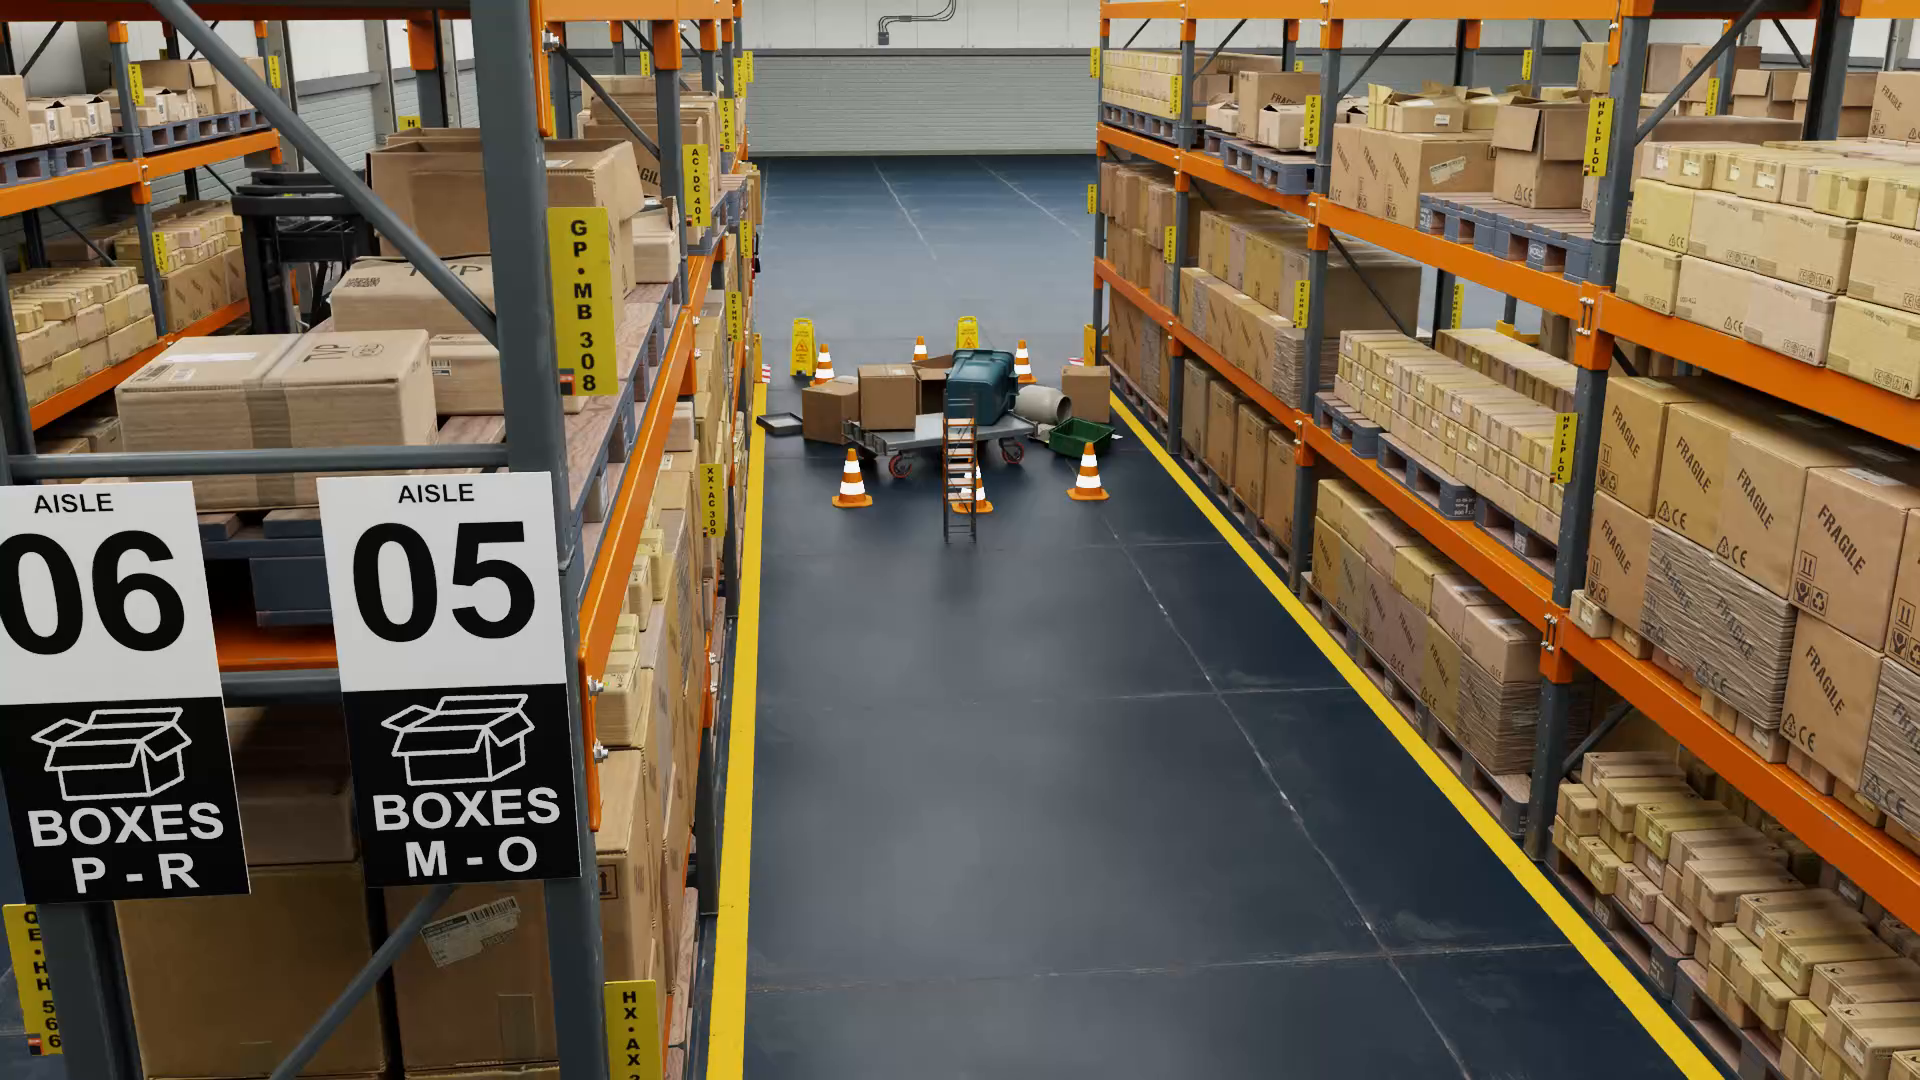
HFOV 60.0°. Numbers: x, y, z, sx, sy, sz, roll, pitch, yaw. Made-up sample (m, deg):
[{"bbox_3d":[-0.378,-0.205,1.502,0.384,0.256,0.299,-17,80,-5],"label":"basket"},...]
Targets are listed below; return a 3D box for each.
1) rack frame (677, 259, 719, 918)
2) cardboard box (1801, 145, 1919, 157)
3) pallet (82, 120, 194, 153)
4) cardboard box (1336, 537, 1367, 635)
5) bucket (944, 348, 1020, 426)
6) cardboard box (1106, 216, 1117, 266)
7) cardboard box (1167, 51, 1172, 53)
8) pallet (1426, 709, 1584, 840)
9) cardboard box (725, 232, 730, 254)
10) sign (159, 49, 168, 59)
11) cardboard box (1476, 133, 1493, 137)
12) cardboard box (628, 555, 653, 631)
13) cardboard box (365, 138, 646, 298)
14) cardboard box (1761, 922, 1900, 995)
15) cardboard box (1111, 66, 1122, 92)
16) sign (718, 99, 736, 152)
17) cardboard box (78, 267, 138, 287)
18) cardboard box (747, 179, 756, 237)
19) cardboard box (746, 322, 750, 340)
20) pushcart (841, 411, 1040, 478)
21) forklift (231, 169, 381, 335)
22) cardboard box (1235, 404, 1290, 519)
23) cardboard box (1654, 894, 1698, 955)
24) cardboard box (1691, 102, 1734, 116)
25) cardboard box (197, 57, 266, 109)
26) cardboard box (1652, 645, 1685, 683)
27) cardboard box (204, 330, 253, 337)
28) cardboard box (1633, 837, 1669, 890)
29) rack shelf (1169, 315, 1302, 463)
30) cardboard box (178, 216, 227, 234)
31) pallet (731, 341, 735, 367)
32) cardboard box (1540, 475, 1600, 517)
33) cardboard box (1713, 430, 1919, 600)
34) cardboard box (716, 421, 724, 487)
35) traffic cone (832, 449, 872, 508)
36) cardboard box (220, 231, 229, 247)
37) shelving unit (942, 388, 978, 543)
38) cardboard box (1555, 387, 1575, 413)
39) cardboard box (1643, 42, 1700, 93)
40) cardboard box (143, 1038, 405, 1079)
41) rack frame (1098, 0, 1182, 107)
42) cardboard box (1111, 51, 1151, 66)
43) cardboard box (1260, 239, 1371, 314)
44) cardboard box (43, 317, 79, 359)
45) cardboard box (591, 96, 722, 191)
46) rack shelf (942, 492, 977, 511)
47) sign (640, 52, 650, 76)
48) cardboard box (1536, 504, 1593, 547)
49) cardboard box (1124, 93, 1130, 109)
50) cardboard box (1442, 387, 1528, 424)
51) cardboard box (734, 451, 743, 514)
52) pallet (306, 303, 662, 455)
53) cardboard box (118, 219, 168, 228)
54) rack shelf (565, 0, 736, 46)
[{"bbox_3d":[-1.616,0.300,7.214,1.000,3.000,0.127,-2,18,-6],"label":"rack frame"},{"bbox_3d":[3.638,-1.508,6.716,0.380,0.149,0.250,-1,17,-4],"label":"cardboard box"},{"bbox_3d":[-7.492,-3.571,14.685,1.003,0.211,1.213,-2,18,-6],"label":"pallet"},{"bbox_3d":[2.759,0.286,10.732,0.500,0.500,0.500,-2,17,-5],"label":"cardboard box"},{"bbox_3d":[0.165,-1.399,15.554,0.726,0.611,0.620,4,28,13],"label":"bucket"},{"bbox_3d":[2.143,-3.421,18.815,0.875,0.550,0.550,-2,18,-6],"label":"cardboard box"},{"bbox_3d":[2.456,-5.234,18.053,0.380,0.149,0.250,-2,18,-5],"label":"cardboard box"},{"bbox_3d":[3.215,1.215,8.954,1.003,0.211,1.213,-2,18,-6],"label":"pallet"},{"bbox_3d":[-2.034,-2.367,13.260,0.380,0.149,0.250,-3,18,-8],"label":"cardboard box"},{"bbox_3d":[-8.344,-4.991,17.469,0.100,0.325,0.005,-2,18,-6],"label":"sign"},{"bbox_3d":[3.308,-2.094,9.664,0.500,0.500,0.500,-2,18,-6],"label":"cardboard box"},{"bbox_3d":[-1.084,0.156,4.753,0.380,0.149,0.250,-2,18,-5],"label":"cardboard box"},{"bbox_3d":[-1.445,-1.028,5.395,0.797,0.503,0.637,0,17,-1],"label":"cardboard box"},{"bbox_3d":[3.262,1.568,6.239,0.380,0.149,0.250,-2,18,-5],"label":"cardboard box"},{"bbox_3d":[1.907,-4.905,17.671,0.500,0.250,0.500,-2,18,-6],"label":"cardboard box"},{"bbox_3d":[-1.476,-2.622,10.518,0.100,0.325,0.005,-2,18,-6],"label":"sign"},{"bbox_3d":[-7.122,-2.191,13.900,0.380,0.149,0.250,-1,17,-4],"label":"cardboard box"},{"bbox_3d":[-2.327,-3.191,16.002,0.700,0.500,0.500,-2,18,-7],"label":"cardboard box"},{"bbox_3d":[-2.242,-2.016,16.144,0.380,0.149,0.250,-1,17,-4],"label":"cardboard box"},{"bbox_3d":[-0.179,-0.918,15.471,1.648,0.377,0.936,-8,19,-25],"label":"pushcart"},{"bbox_3d":[-4.577,-1.307,12.447,1.130,2.935,3.031,-2,18,-5],"label":"forklift"},{"bbox_3d":[2.817,-0.647,13.283,1.050,0.750,0.750,-2,17,-5],"label":"cardboard box"},{"bbox_3d":[3.196,1.621,7.065,0.380,0.149,0.250,-2,18,-7],"label":"cardboard box"},{"bbox_3d":[7.095,-4.027,15.575,0.380,0.149,0.250,-1,17,-4],"label":"cardboard box"},{"bbox_3d":[-7.503,-4.723,17.172,0.500,0.500,0.500,-1,17,-4],"label":"cardboard box"},{"bbox_3d":[3.181,0.484,7.048,0.380,0.149,0.250,-3,18,-8],"label":"cardboard box"},{"bbox_3d":[-7.268,-1.906,16.460,0.500,0.250,0.500,-2,18,-7],"label":"cardboard box"},{"bbox_3d":[3.192,1.397,7.282,0.380,0.149,0.250,-2,18,-6],"label":"cardboard box"},{"bbox_3d":[2.678,-1.328,13.599,1.077,0.370,4.000,-2,18,-6],"label":"rack shelf"},{"bbox_3d":[-7.380,-3.063,16.179,0.380,0.149,0.250,-2,17,-5],"label":"cardboard box"},{"bbox_3d":[-2.274,-1.389,12.913,1.003,0.211,1.213,-2,18,-6],"label":"pallet"},{"bbox_3d":[3.059,-0.218,8.086,0.380,0.149,0.250,-1,17,-4],"label":"cardboard box"},{"bbox_3d":[3.191,-0.103,6.164,0.500,0.500,0.500,-1,17,-5],"label":"cardboard box"},{"bbox_3d":[-1.543,-0.463,9.060,0.500,0.250,0.500,-2,18,-7],"label":"cardboard box"},{"bbox_3d":[-0.921,-0.547,14.147,0.336,0.463,0.334,-2,18,-6],"label":"traffic cone"},{"bbox_3d":[-7.384,-2.925,16.236,0.380,0.149,0.250,-2,18,-6],"label":"cardboard box"},{"bbox_3d":[-0.002,-0.577,13.011,0.258,1.200,0.189,-2,18,-6],"label":"shelving unit"},{"bbox_3d":[3.579,-0.764,9.329,0.380,0.149,0.250,-1,17,-4],"label":"cardboard box"},{"bbox_3d":[7.415,-4.987,17.548,0.500,0.500,0.500,-2,18,-6],"label":"cardboard box"},{"bbox_3d":[-1.517,1.308,3.835,0.500,0.500,0.500,-2,18,-5],"label":"cardboard box"},{"bbox_3d":[2.059,-6.321,18.287,1.000,3.000,0.127,-2,18,-6],"label":"rack frame"},{"bbox_3d":[1.829,-5.138,17.748,0.380,0.149,0.250,-2,18,-6],"label":"cardboard box"},{"bbox_3d":[2.739,-2.037,12.822,0.700,0.500,0.500,-2,18,-6],"label":"cardboard box"},{"bbox_3d":[-6.933,-1.501,12.367,0.500,0.250,0.500,-2,17,-5],"label":"cardboard box"},{"bbox_3d":[-1.738,-2.282,9.562,0.700,0.500,0.500,-3,18,-8],"label":"cardboard box"},{"bbox_3d":[-0.001,-0.305,13.096,0.258,0.103,0.180,-2,18,-6],"label":"rack shelf"},{"bbox_3d":[-3.394,-5.107,17.968,0.100,0.325,0.005,-2,18,-6],"label":"sign"},{"bbox_3d":[3.059,-0.076,8.129,0.380,0.149,0.250,-2,18,-7],"label":"cardboard box"},{"bbox_3d":[1.906,-4.530,17.141,0.380,0.149,0.250,-2,18,-6],"label":"cardboard box"},{"bbox_3d":[2.928,-0.749,9.282,0.380,0.149,0.250,-3,18,-8],"label":"cardboard box"},{"bbox_3d":[-2.234,-0.453,13.298,0.950,0.372,0.625,-1,17,-4],"label":"cardboard box"},{"bbox_3d":[-1.420,-0.482,4.846,1.003,0.211,1.213,-2,18,-6],"label":"pallet"},{"bbox_3d":[-7.807,-2.973,15.893,0.380,0.149,0.250,-1,17,-4],"label":"cardboard box"},{"bbox_3d":[-2.235,-3.816,12.177,1.077,0.370,4.000,-2,18,-6],"label":"rack shelf"}]
